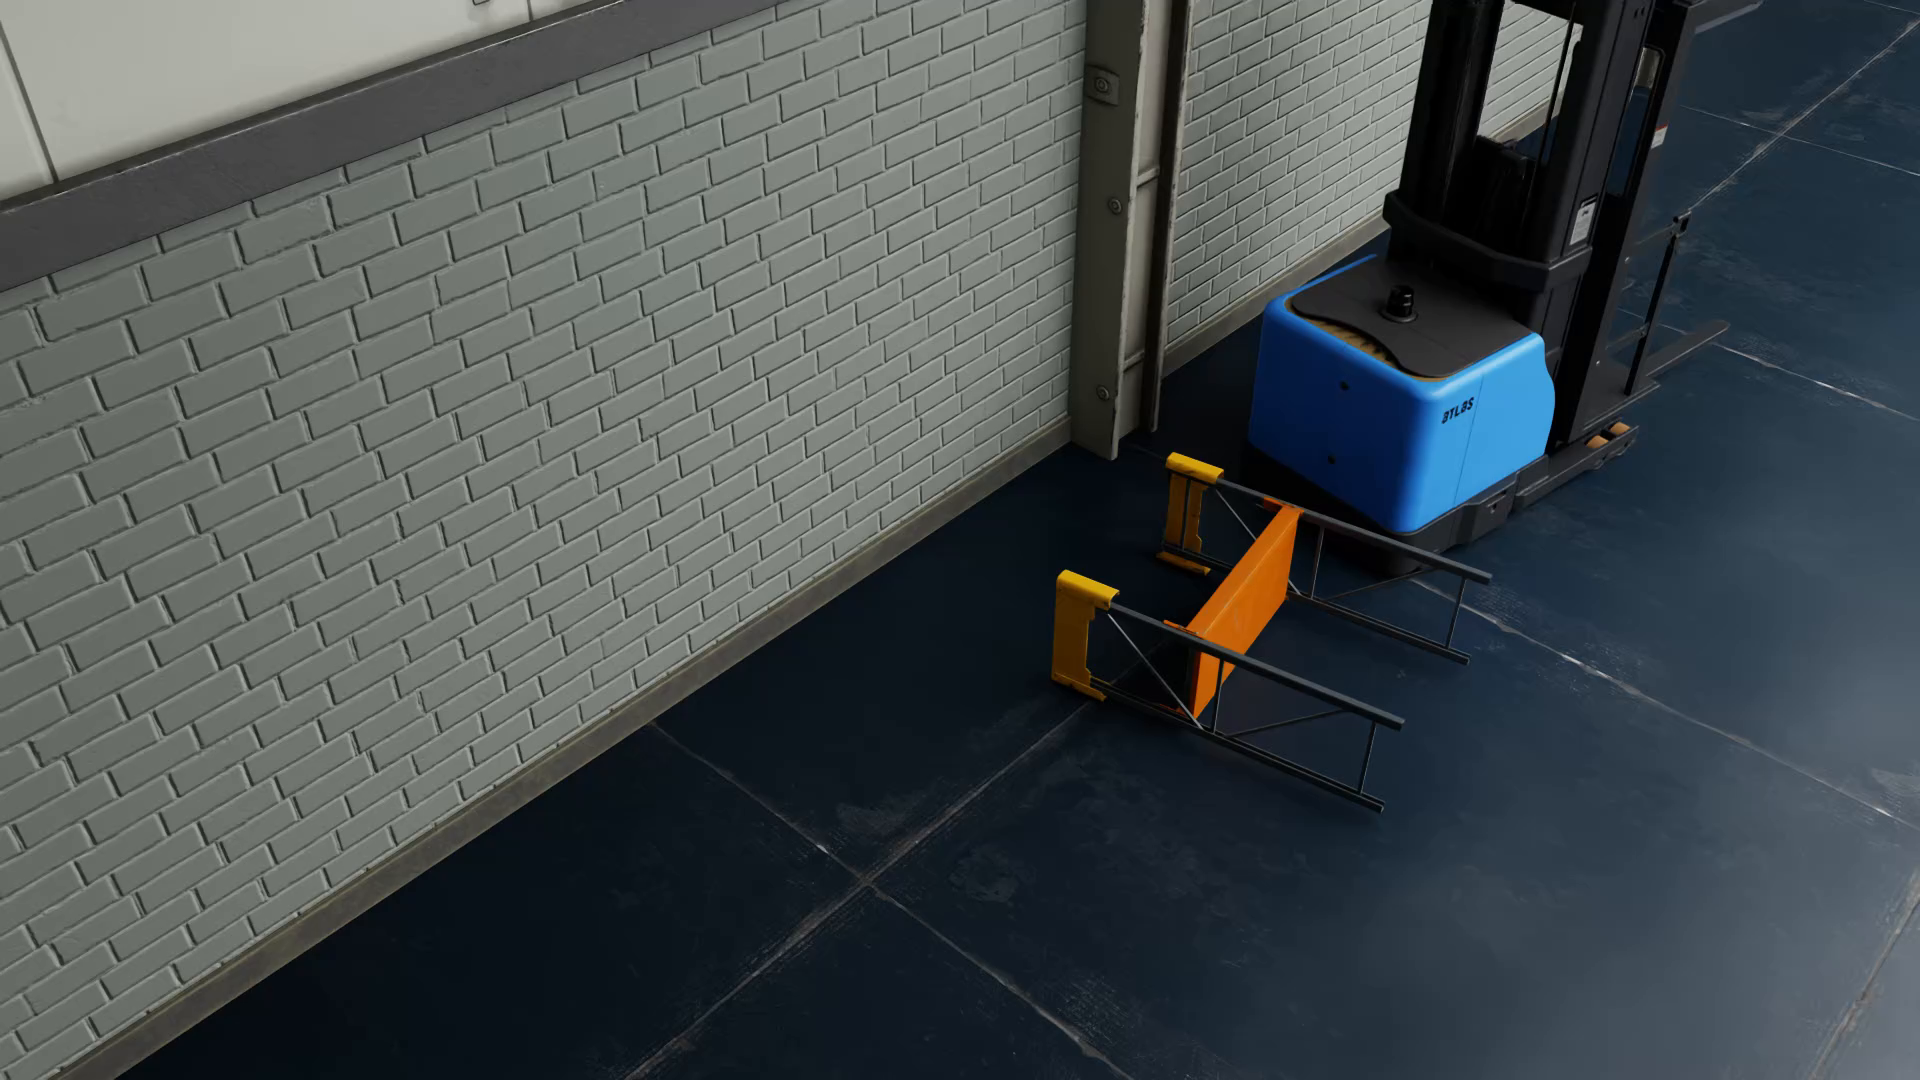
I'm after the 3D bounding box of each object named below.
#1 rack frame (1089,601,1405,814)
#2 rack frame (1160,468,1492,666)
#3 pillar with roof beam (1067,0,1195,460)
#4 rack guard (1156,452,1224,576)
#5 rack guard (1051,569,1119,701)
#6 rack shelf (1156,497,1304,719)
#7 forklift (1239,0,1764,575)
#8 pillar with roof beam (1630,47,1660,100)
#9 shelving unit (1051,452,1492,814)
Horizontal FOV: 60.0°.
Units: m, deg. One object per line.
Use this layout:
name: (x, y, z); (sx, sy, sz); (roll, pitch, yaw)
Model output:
rack frame: (1.042, 0.628, 6.752); (1.500, 0.500, 0.032); (22, 43, 25)
rack frame: (1.588, 0.094, 7.423); (1.500, 0.500, 0.032); (22, 43, 25)
pillar with roof beam: (3.974, -2.276, 3.666); (9.100, 9.000, 0.400); (30, 47, 32)
rack guard: (1.060, -0.116, 7.683); (0.250, 0.587, 0.087); (22, 43, 25)
rack guard: (0.525, 0.407, 7.025); (0.250, 0.587, 0.087); (22, 43, 25)
rack shelf: (1.163, 0.300, 7.163); (0.185, 0.538, 1.000); (22, 43, 25)
forklift: (2.863, -1.742, 7.870); (3.031, 2.935, 1.130); (-26, 45, -29)
pillar with roof beam: (8.022, -5.033, 7.133); (9.100, 9.000, 0.400); (30, 47, 32)
shelving unit: (1.320, 0.356, 7.093); (1.500, 0.587, 1.083); (22, 43, 25)
